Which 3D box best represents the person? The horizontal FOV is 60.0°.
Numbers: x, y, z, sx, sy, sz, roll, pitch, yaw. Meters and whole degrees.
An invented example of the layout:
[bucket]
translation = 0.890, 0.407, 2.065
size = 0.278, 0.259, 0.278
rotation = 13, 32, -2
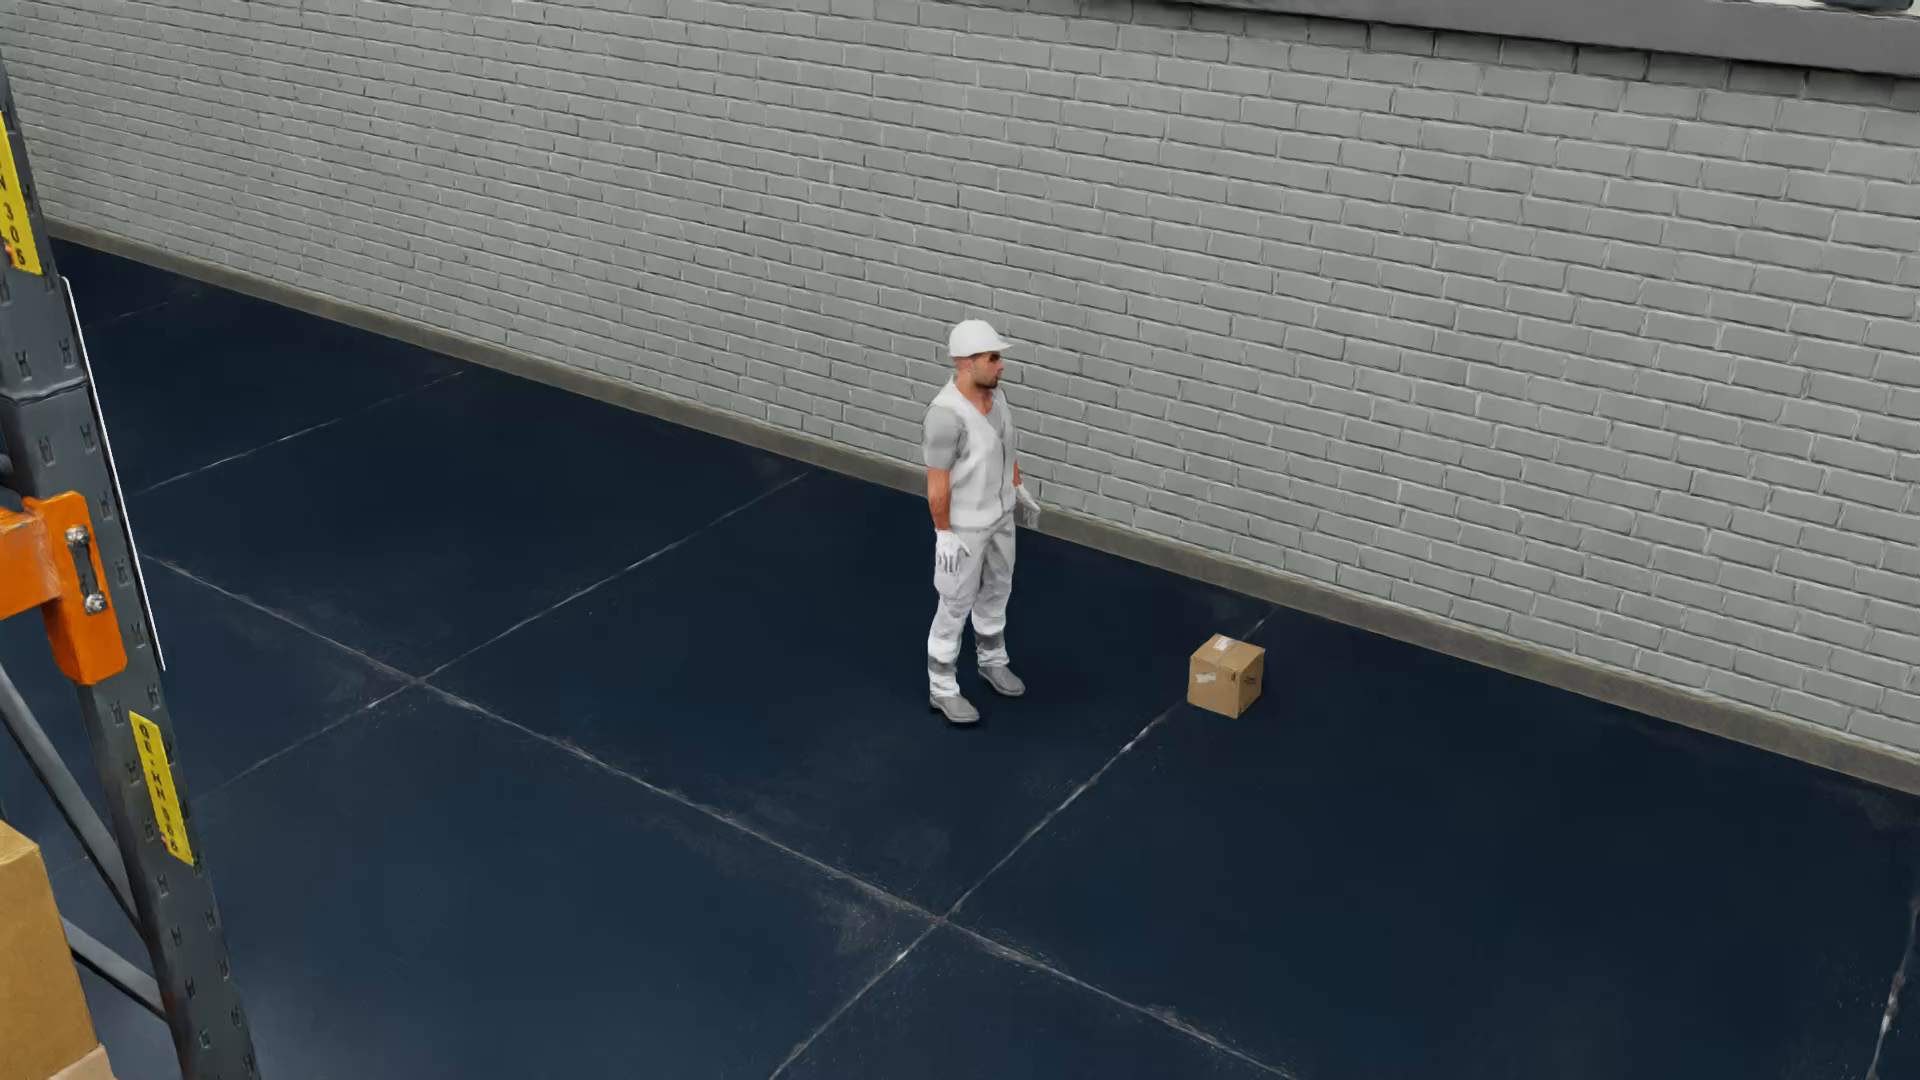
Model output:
[person]
translation = 0.086, -0.097, 7.227
size = 0.383, 1.796, 0.577
rotation = 17, 31, 29
